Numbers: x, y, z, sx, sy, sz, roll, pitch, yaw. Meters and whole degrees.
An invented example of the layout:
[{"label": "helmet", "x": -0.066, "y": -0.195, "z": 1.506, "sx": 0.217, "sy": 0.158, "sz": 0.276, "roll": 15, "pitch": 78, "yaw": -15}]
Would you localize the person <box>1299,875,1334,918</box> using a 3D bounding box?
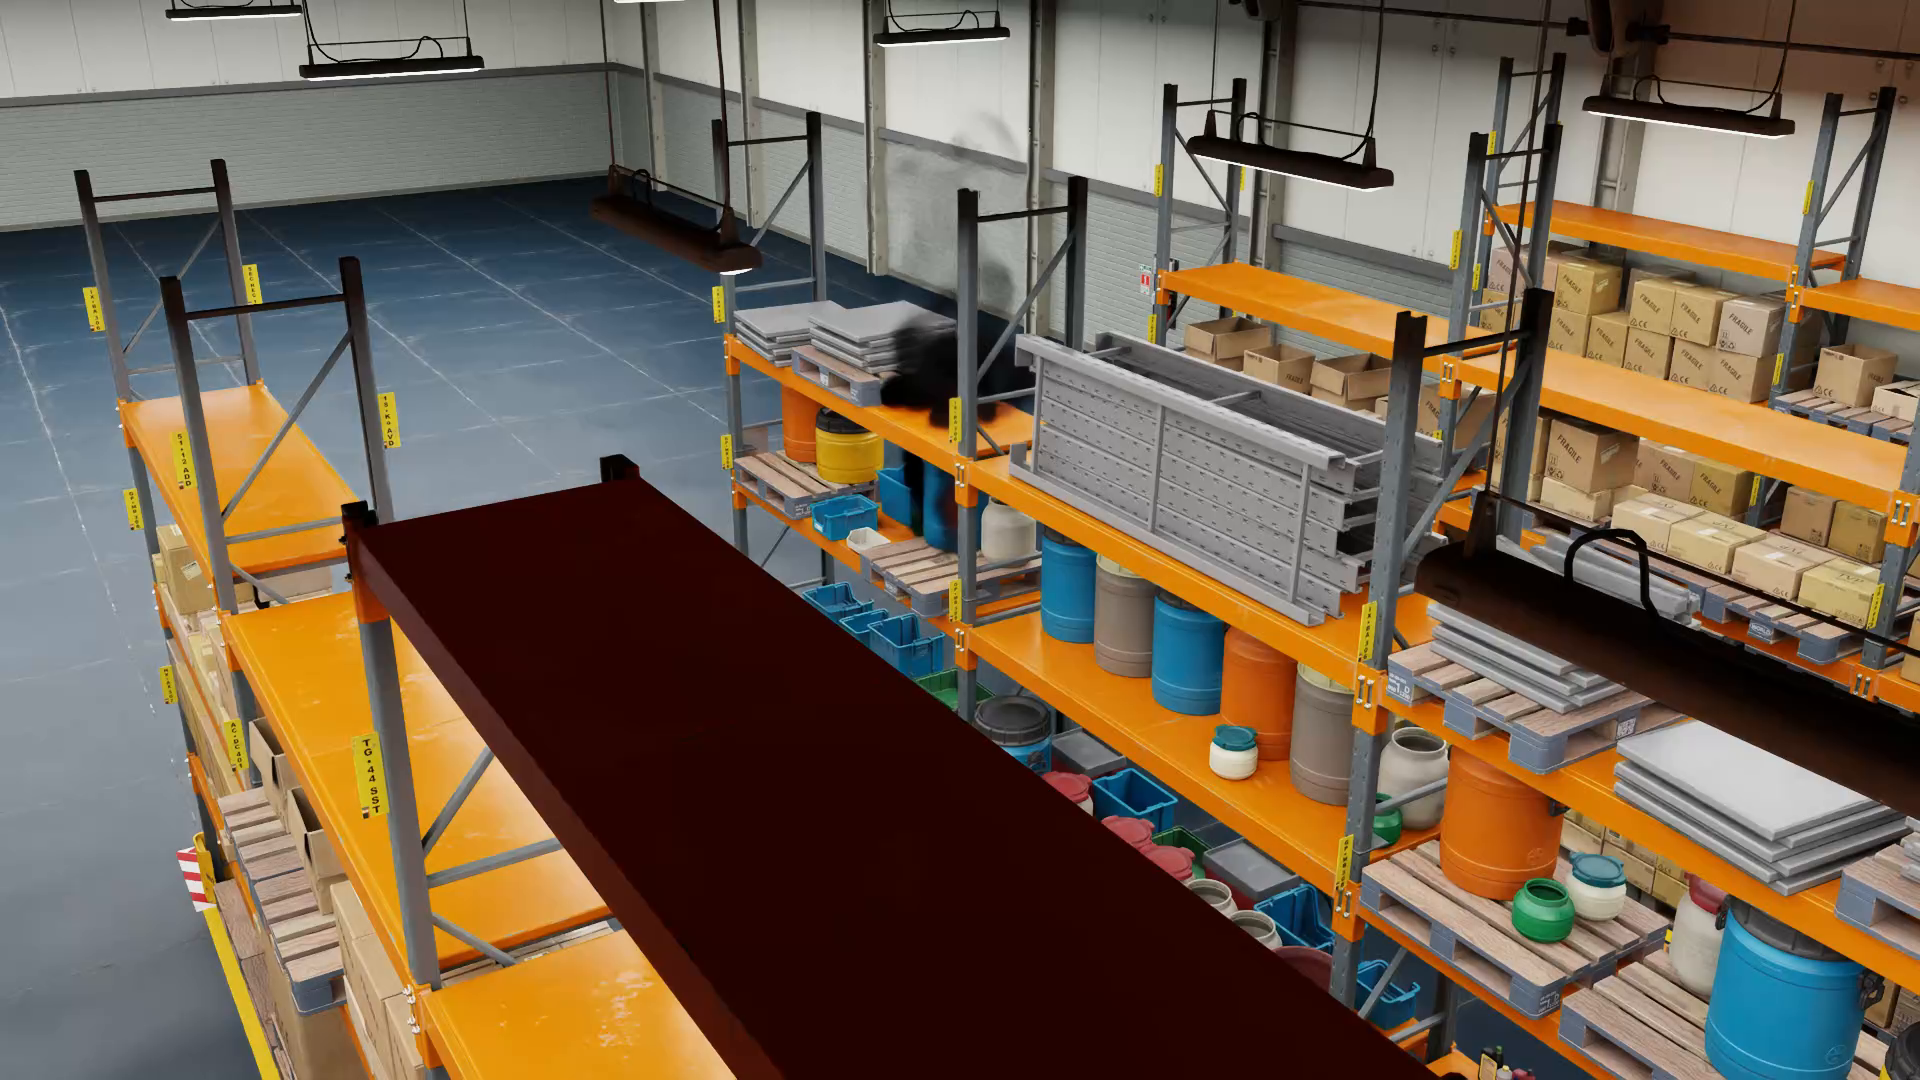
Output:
[{"label": "person", "x": 2.784, "y": 2.366, "z": 12.627, "sx": 0.672, "sy": 1.813, "sz": 0.764, "roll": -12, "pitch": 25, "yaw": -28}]
